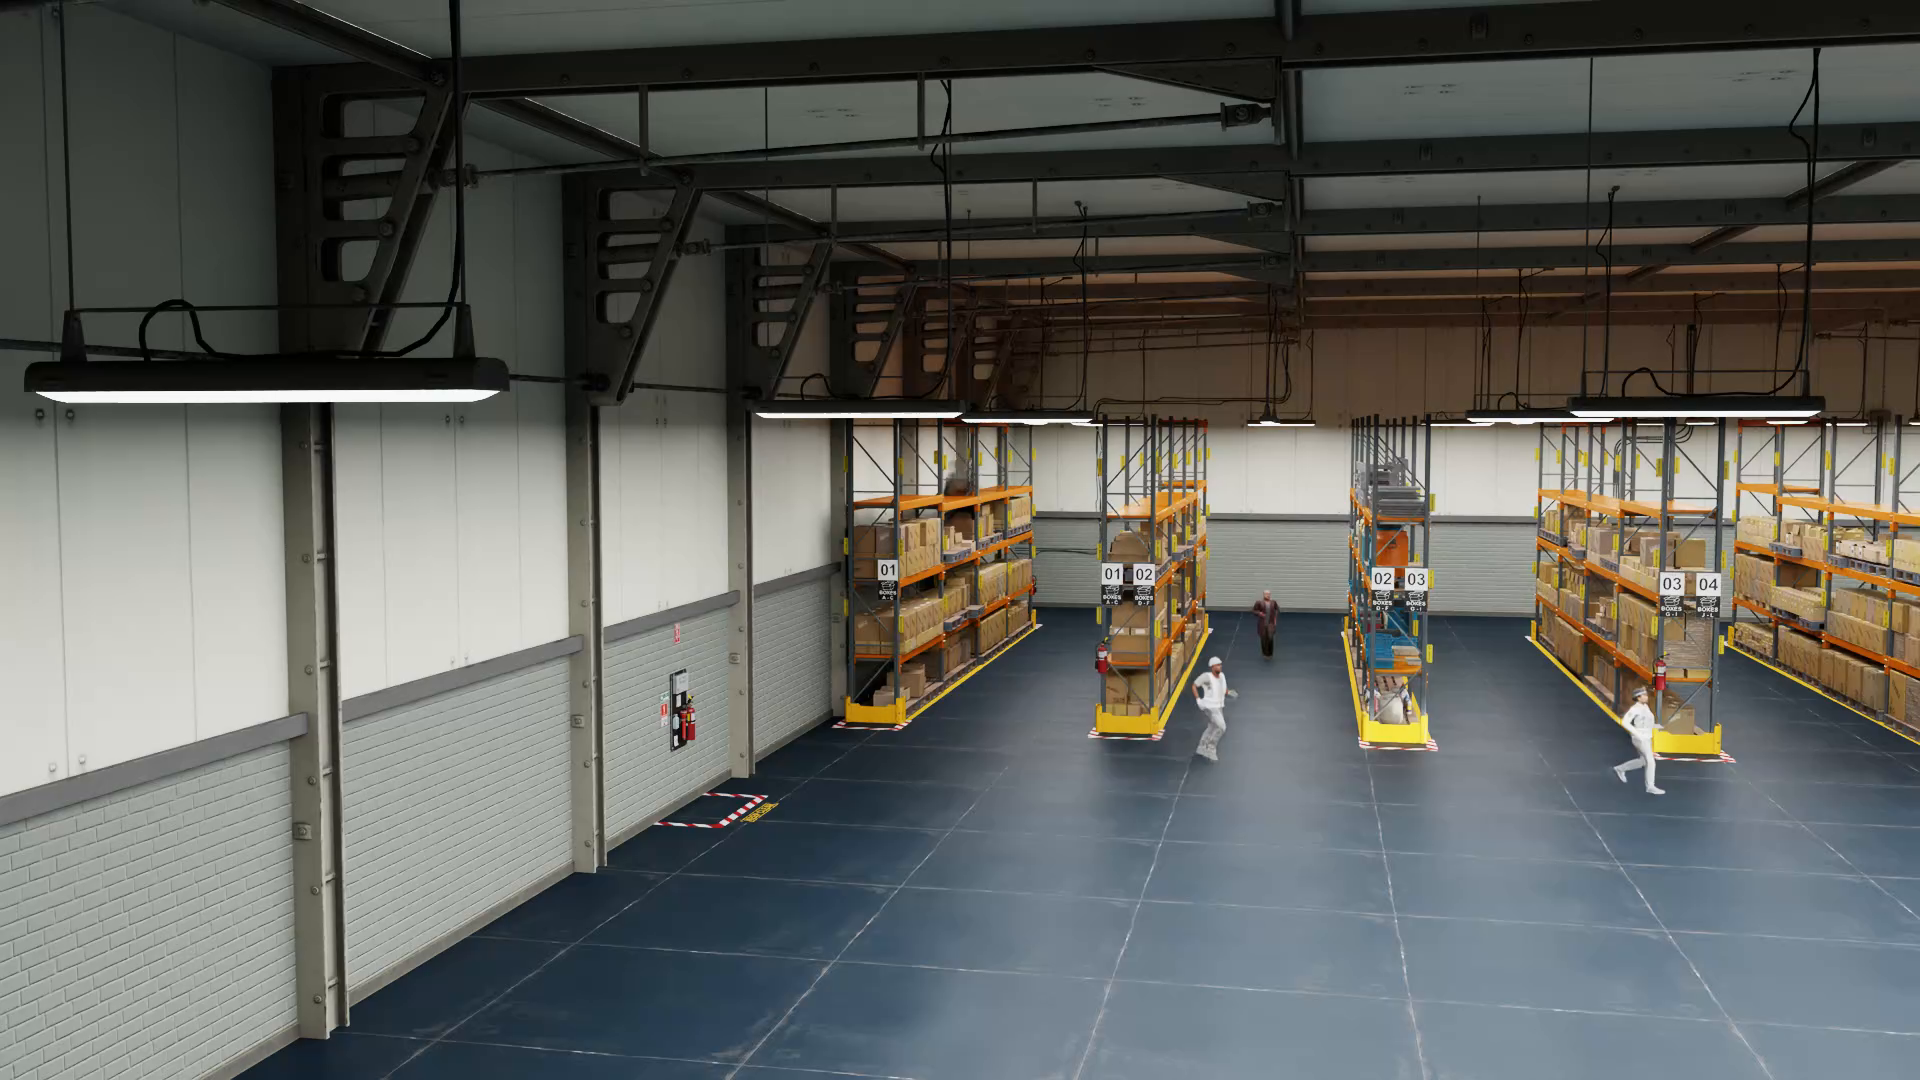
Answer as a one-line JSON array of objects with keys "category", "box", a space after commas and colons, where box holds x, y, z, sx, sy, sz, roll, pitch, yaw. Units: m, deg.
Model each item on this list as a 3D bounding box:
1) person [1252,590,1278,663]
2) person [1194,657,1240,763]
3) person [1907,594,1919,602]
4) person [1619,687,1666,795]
[{"category": "person", "box": [7.515, 2.134, 40.882, 0.666, 1.837, 0.789, 0, 4, 4]}, {"category": "person", "box": [4.452, 2.924, 28.783, 0.772, 1.828, 0.666, 3, 5, 38]}, {"category": "person", "box": [25.508, 1.955, 44.402, 0.836, 1.648, 0.569, 1, 4, 13]}, {"category": "person", "box": [10.758, 3.144, 26.205, 0.739, 1.659, 0.624, 4, 5, 44]}]
